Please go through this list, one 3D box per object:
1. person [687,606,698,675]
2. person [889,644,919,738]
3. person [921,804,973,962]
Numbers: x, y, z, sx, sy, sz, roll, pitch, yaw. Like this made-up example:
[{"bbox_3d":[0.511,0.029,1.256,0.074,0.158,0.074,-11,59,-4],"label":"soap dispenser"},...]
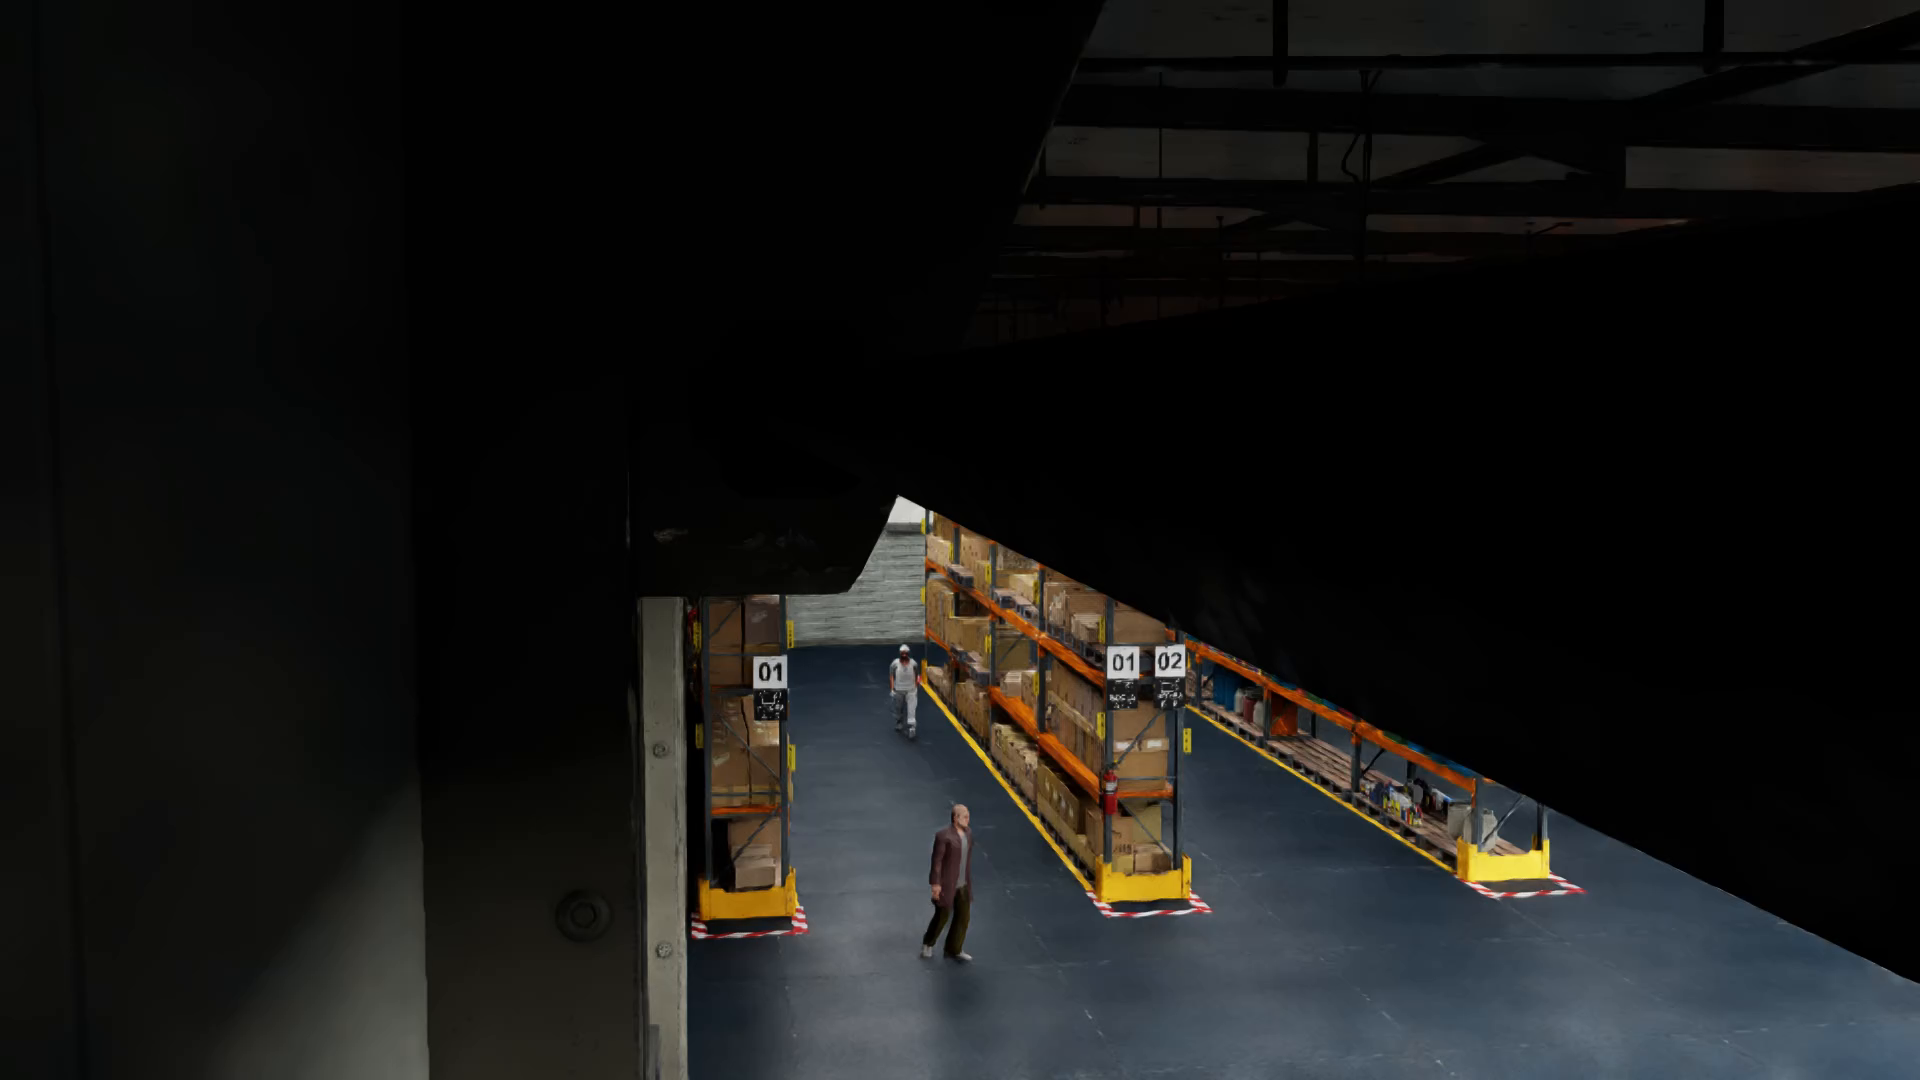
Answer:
[{"bbox_3d":[-5.989,2.192,37.194,0.500,1.718,0.712,2,5,18],"label":"person"},{"bbox_3d":[-1.029,2.760,30.739,0.553,1.709,1.123,-1,5,-7],"label":"person"},{"bbox_3d":[-0.136,3.815,18.606,0.622,1.767,0.608,-5,7,-44],"label":"person"}]
